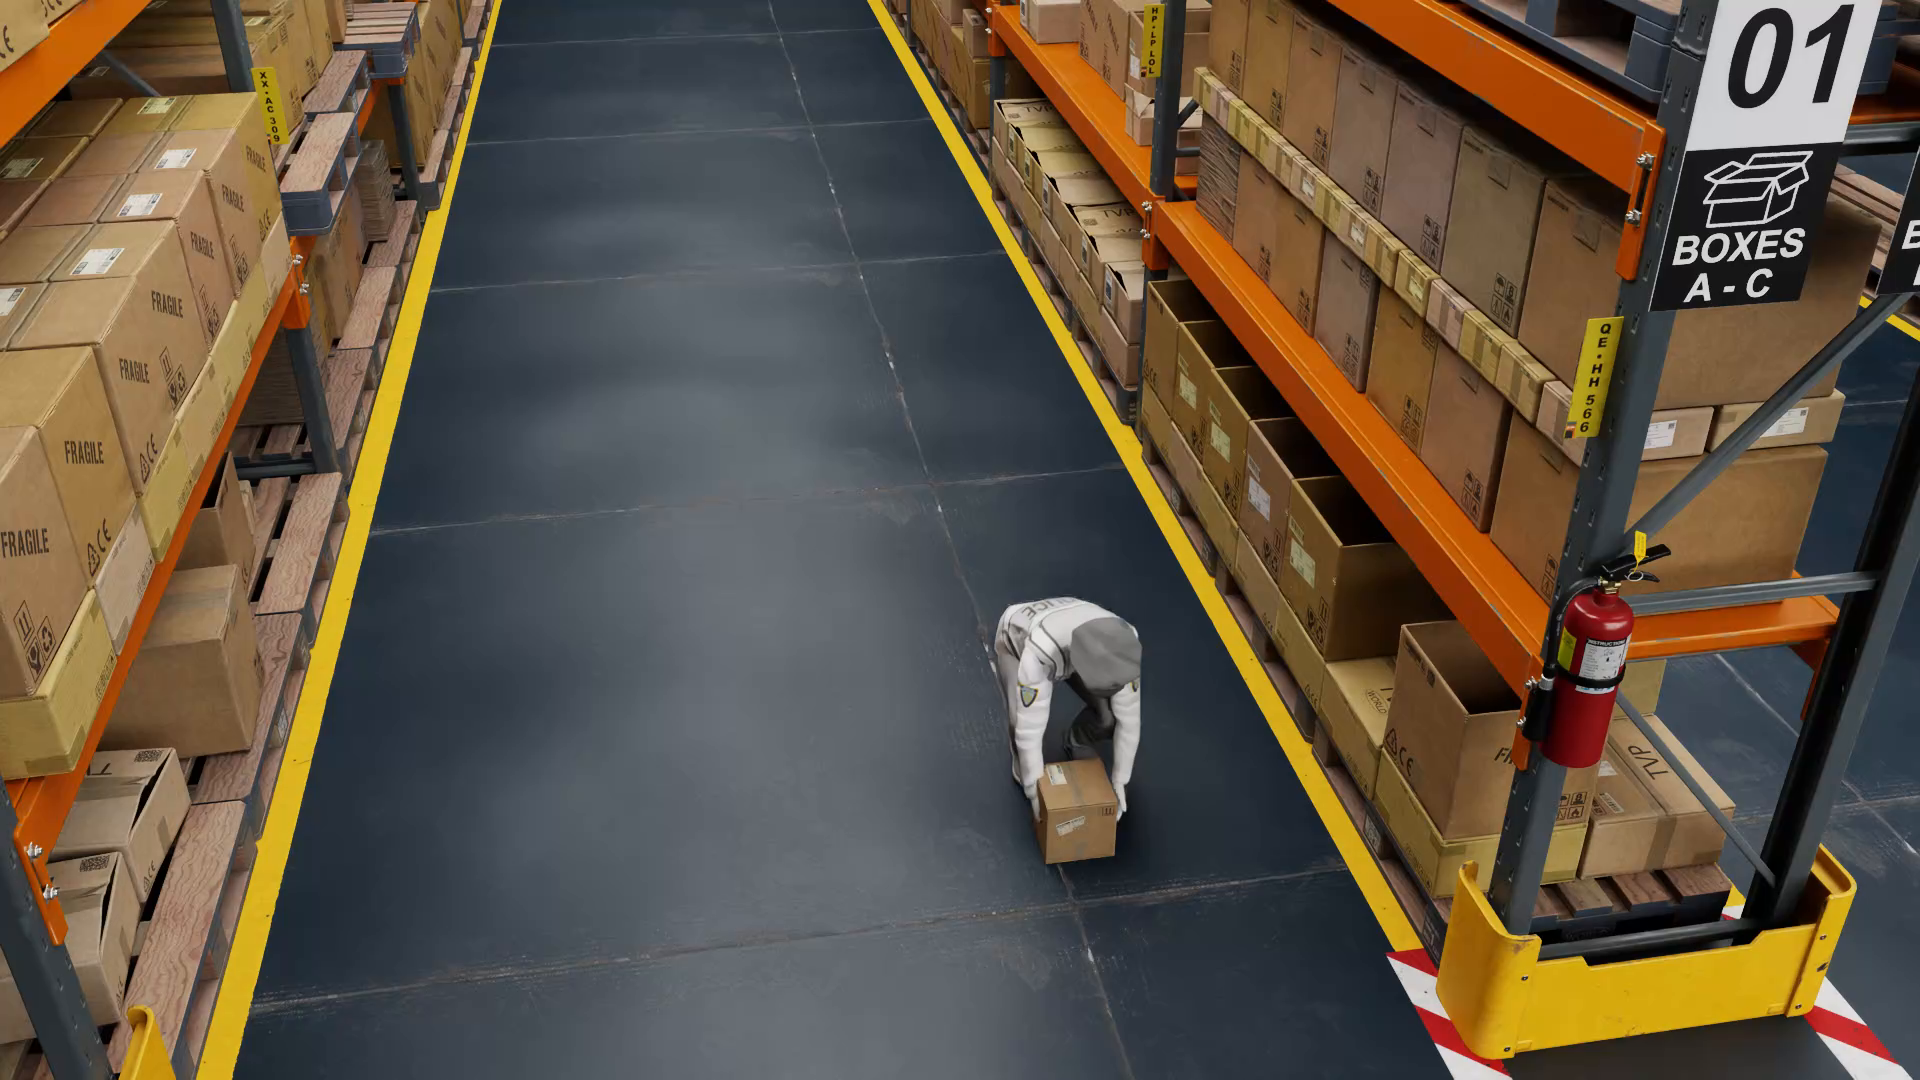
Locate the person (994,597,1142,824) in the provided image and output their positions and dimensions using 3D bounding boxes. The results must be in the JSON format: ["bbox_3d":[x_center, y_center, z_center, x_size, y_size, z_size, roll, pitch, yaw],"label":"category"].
[{"bbox_3d":[0.394,0.525,6.020,0.471,0.886,0.856,-6,31,-9],"label":"person"}]
